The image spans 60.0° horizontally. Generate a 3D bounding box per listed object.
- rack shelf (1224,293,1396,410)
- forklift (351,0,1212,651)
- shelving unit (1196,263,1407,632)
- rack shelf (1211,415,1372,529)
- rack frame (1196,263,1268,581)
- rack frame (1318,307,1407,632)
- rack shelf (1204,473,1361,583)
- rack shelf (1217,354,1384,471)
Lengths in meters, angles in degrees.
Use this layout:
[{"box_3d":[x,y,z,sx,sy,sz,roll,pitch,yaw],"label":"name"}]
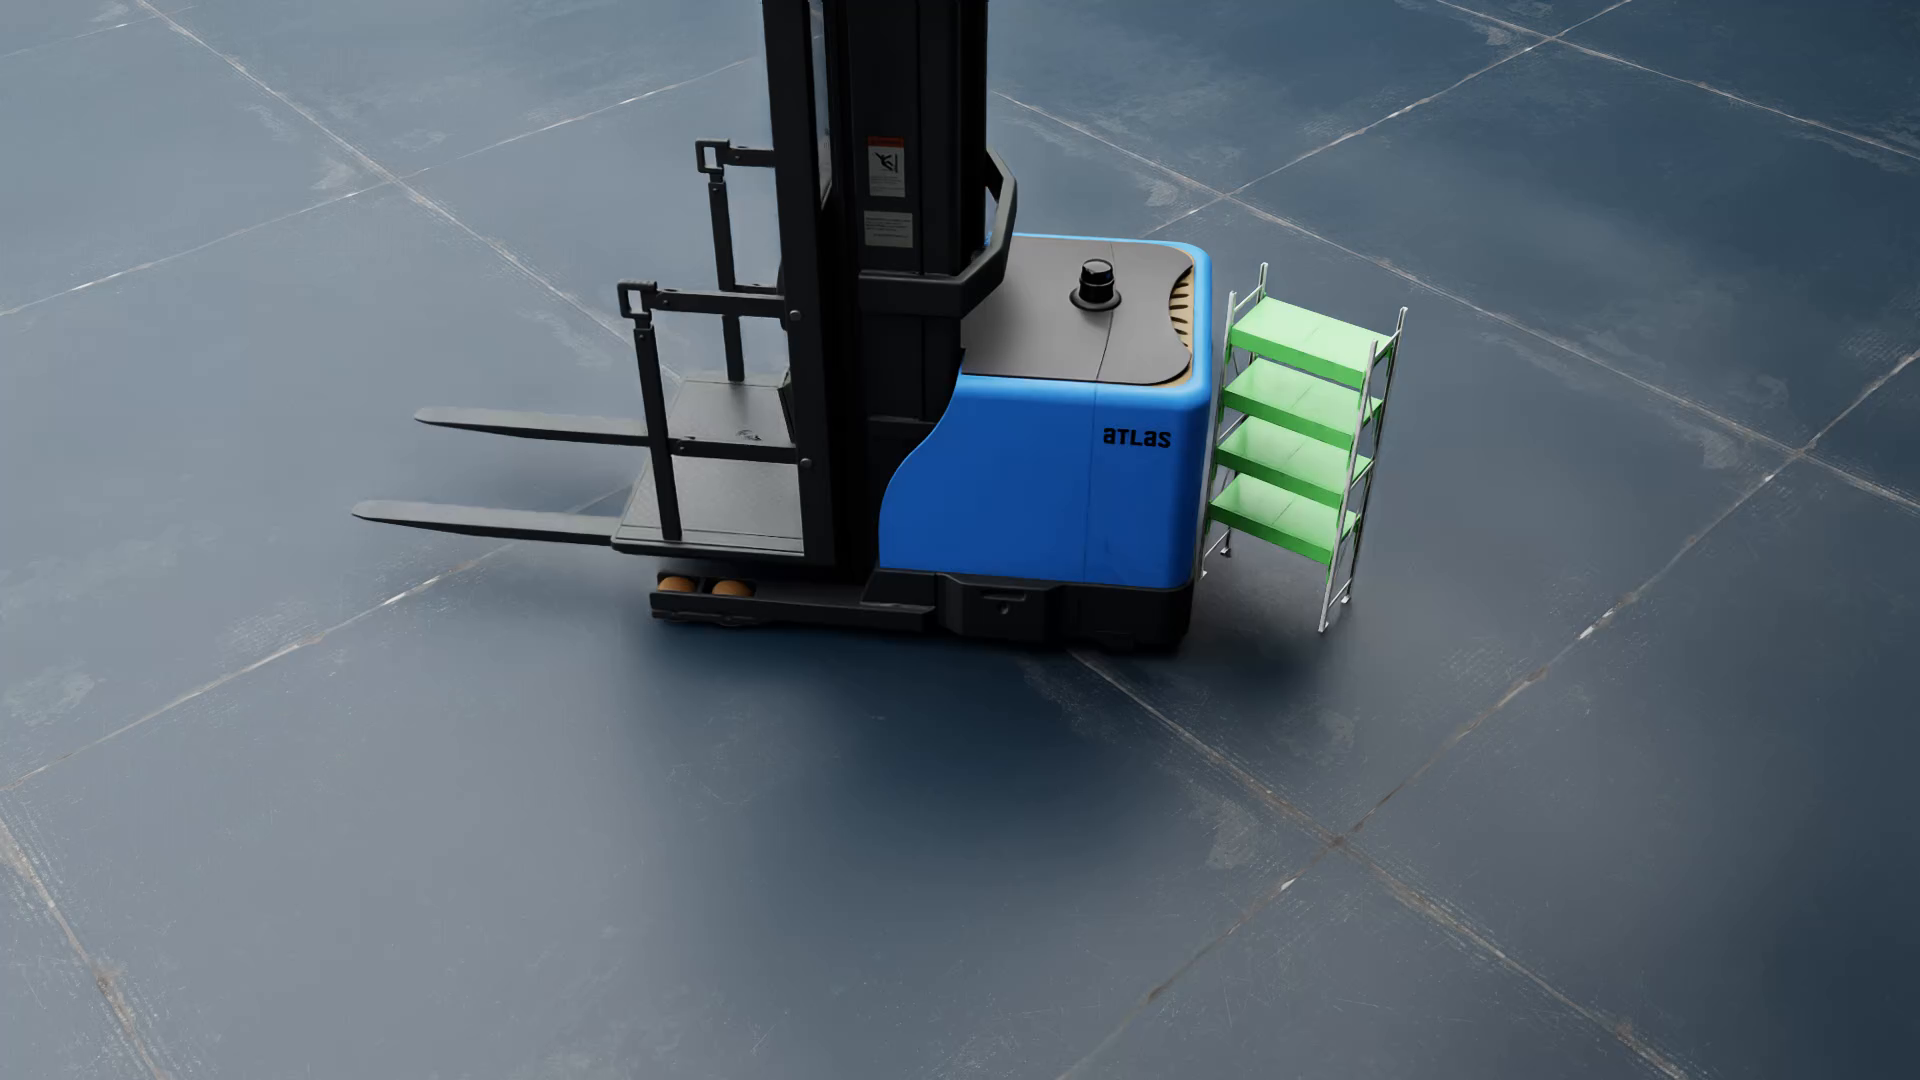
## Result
[{"box_3d":[1.137,-0.617,5.397,0.480,0.148,0.258,24,45,27],"label":"rack shelf"},{"box_3d":[-0.662,-1.158,5.351,3.031,2.935,1.130,4,39,5],"label":"forklift"},{"box_3d":[1.137,-0.293,5.658,0.503,1.200,0.258,24,45,27],"label":"shelving unit"},{"box_3d":[1.137,-0.244,5.699,0.480,0.148,0.258,24,45,27],"label":"rack shelf"},{"box_3d":[0.937,-0.382,5.768,0.015,1.200,0.240,24,45,27],"label":"rack frame"},{"box_3d":[1.337,-0.205,5.549,0.015,1.200,0.240,24,45,27],"label":"rack frame"},{"box_3d":[1.137,-0.057,5.849,0.480,0.148,0.258,24,45,27],"label":"rack shelf"},{"box_3d":[1.137,-0.430,5.548,0.480,0.148,0.258,24,45,27],"label":"rack shelf"}]
